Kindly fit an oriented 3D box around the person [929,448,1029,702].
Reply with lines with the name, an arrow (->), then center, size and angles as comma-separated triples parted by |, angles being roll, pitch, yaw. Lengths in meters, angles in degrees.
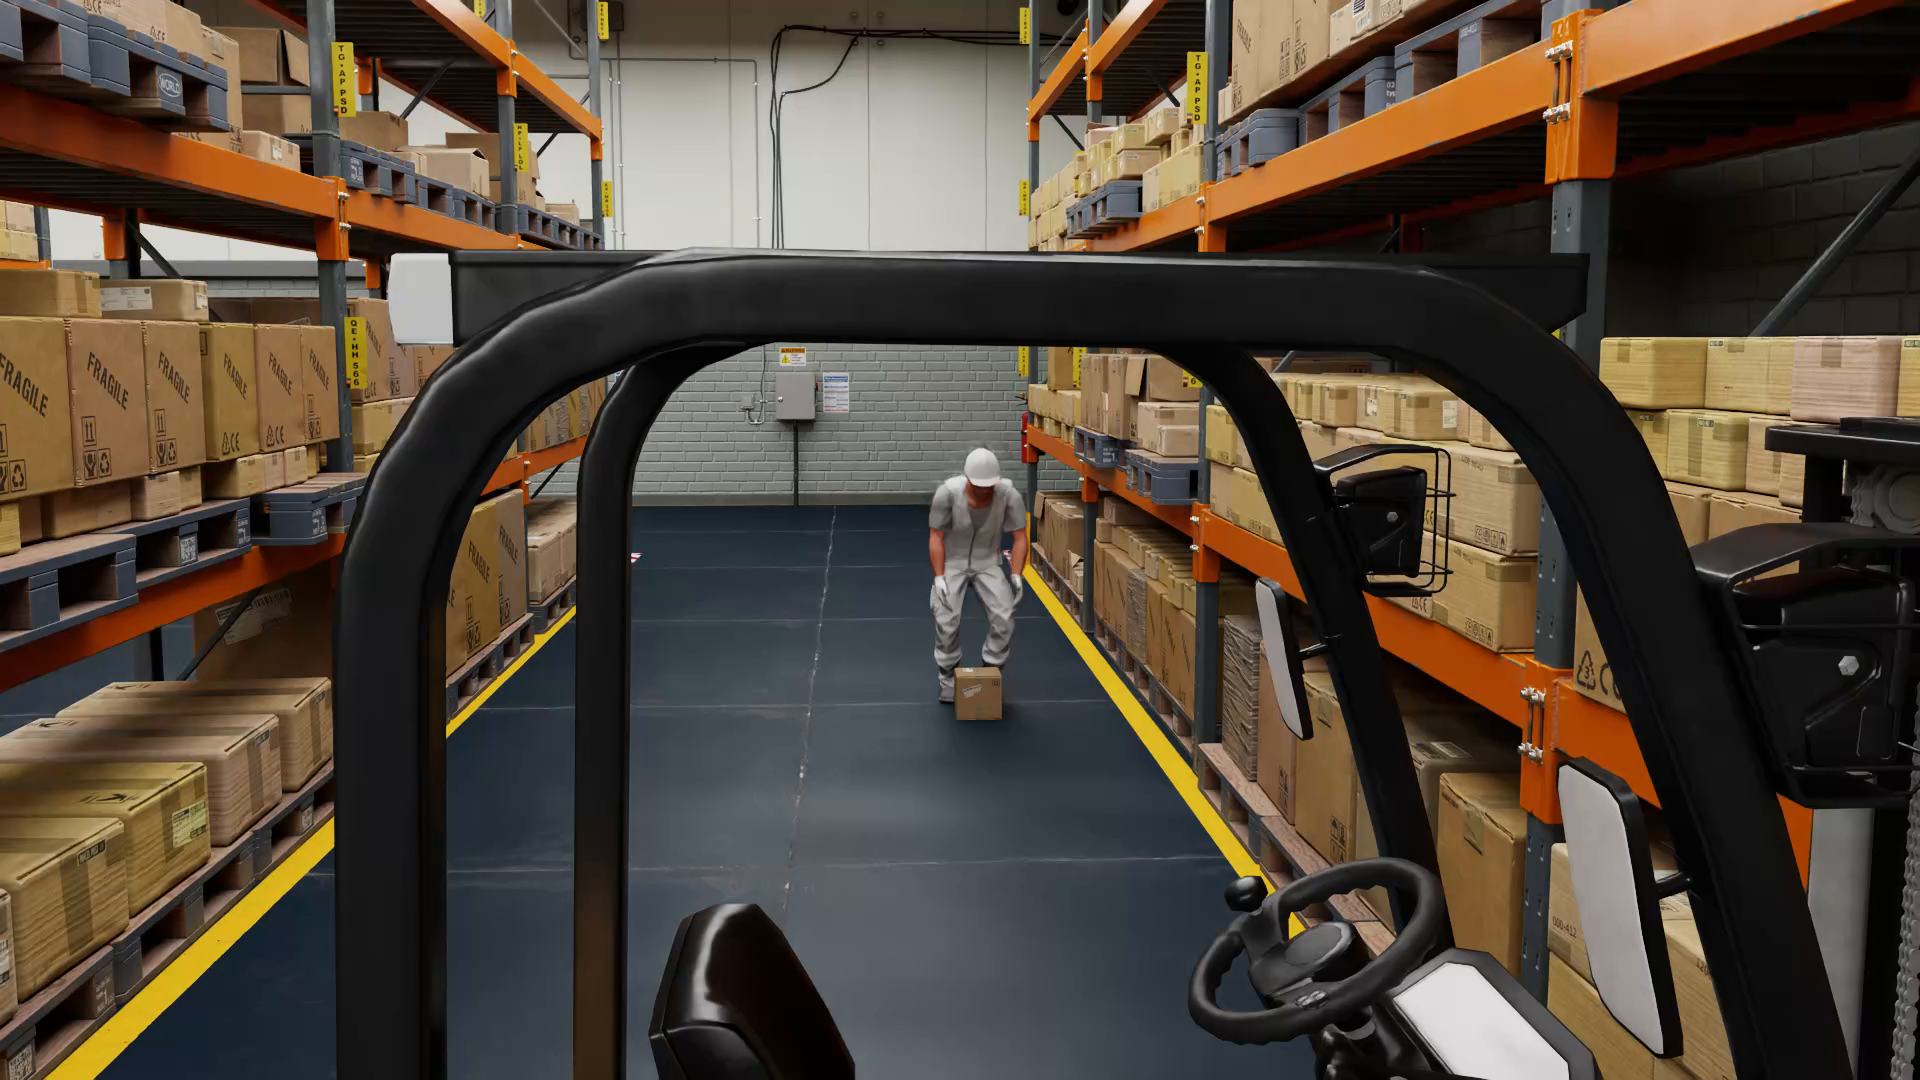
person -> 0.104, 0.198, 9.694 | 0.581, 1.500, 0.711 | -1, 7, -5
